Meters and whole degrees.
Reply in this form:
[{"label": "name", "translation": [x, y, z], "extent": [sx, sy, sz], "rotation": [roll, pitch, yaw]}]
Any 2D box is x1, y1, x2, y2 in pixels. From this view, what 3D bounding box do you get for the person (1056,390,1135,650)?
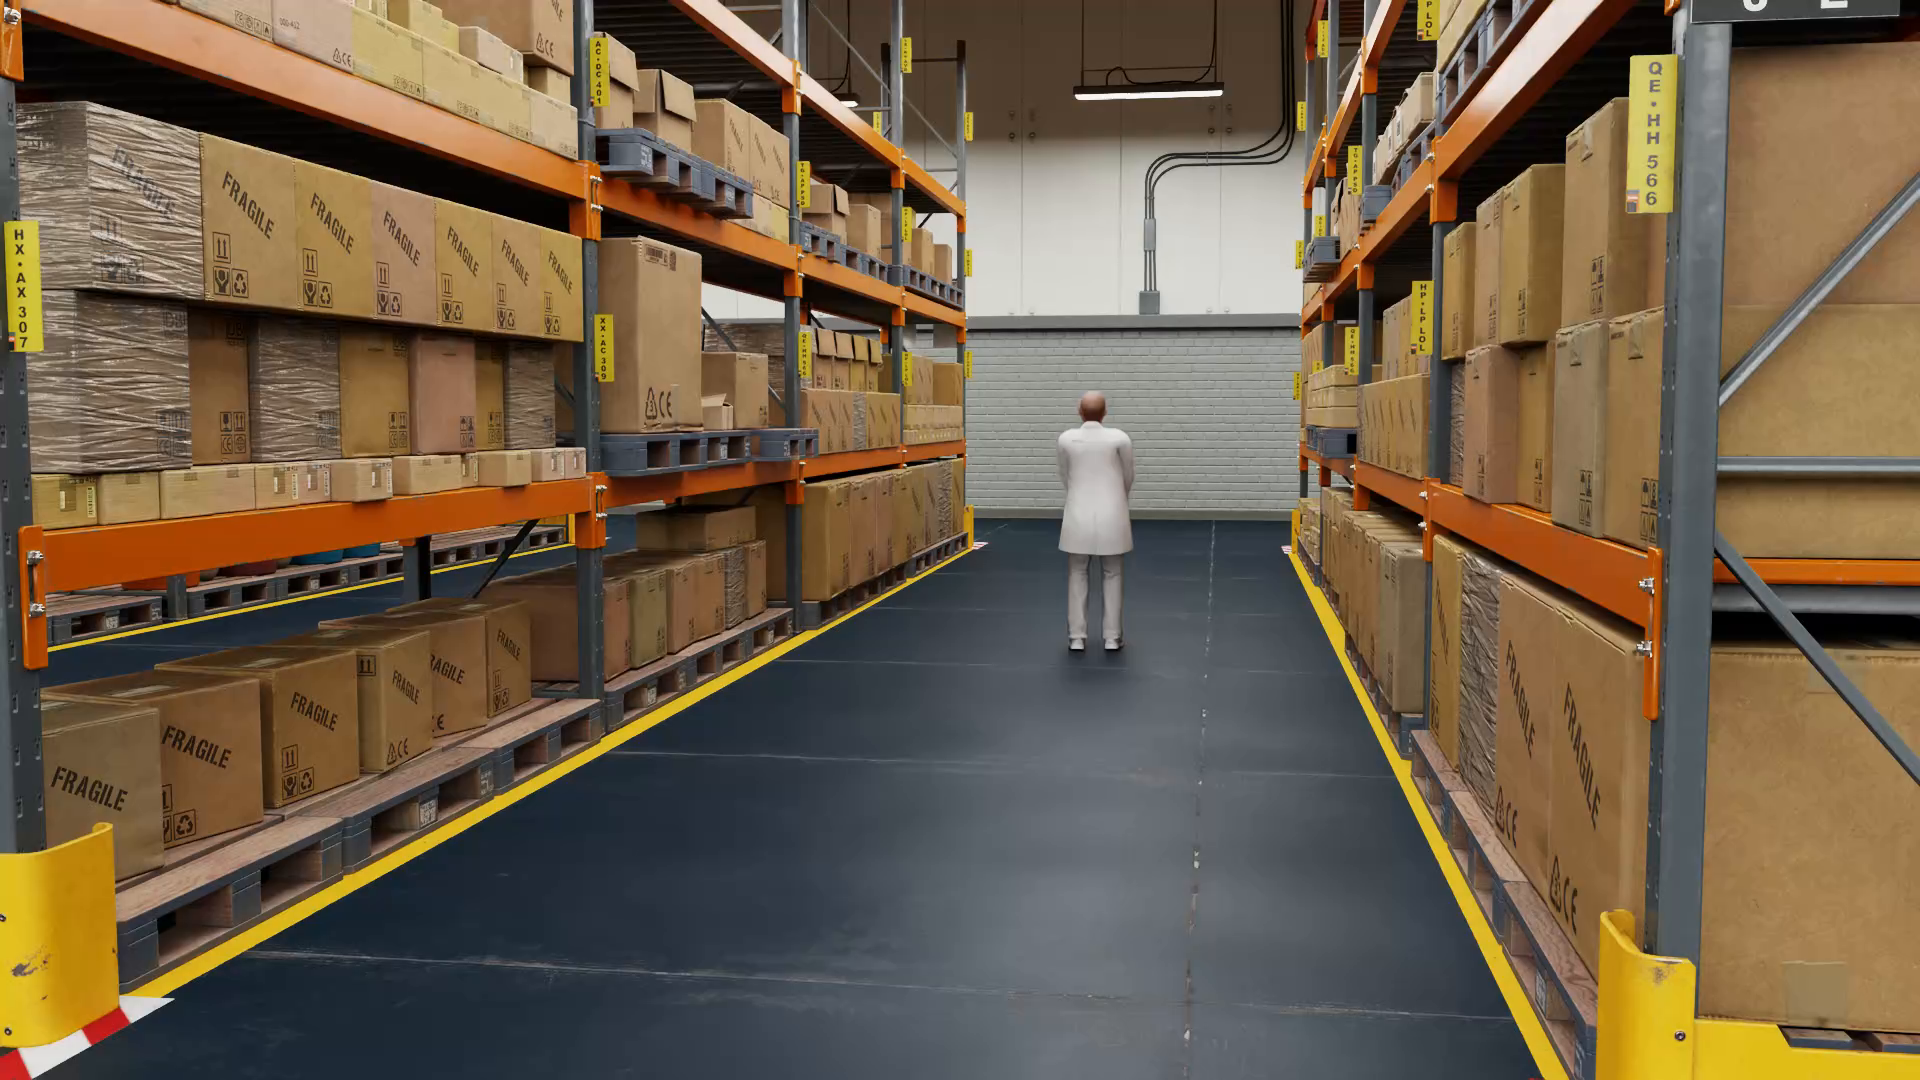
[{"label": "person", "translation": [0.942, -0.141, 11.477], "extent": [0.528, 1.772, 0.560], "rotation": [1, 4, 10]}]
